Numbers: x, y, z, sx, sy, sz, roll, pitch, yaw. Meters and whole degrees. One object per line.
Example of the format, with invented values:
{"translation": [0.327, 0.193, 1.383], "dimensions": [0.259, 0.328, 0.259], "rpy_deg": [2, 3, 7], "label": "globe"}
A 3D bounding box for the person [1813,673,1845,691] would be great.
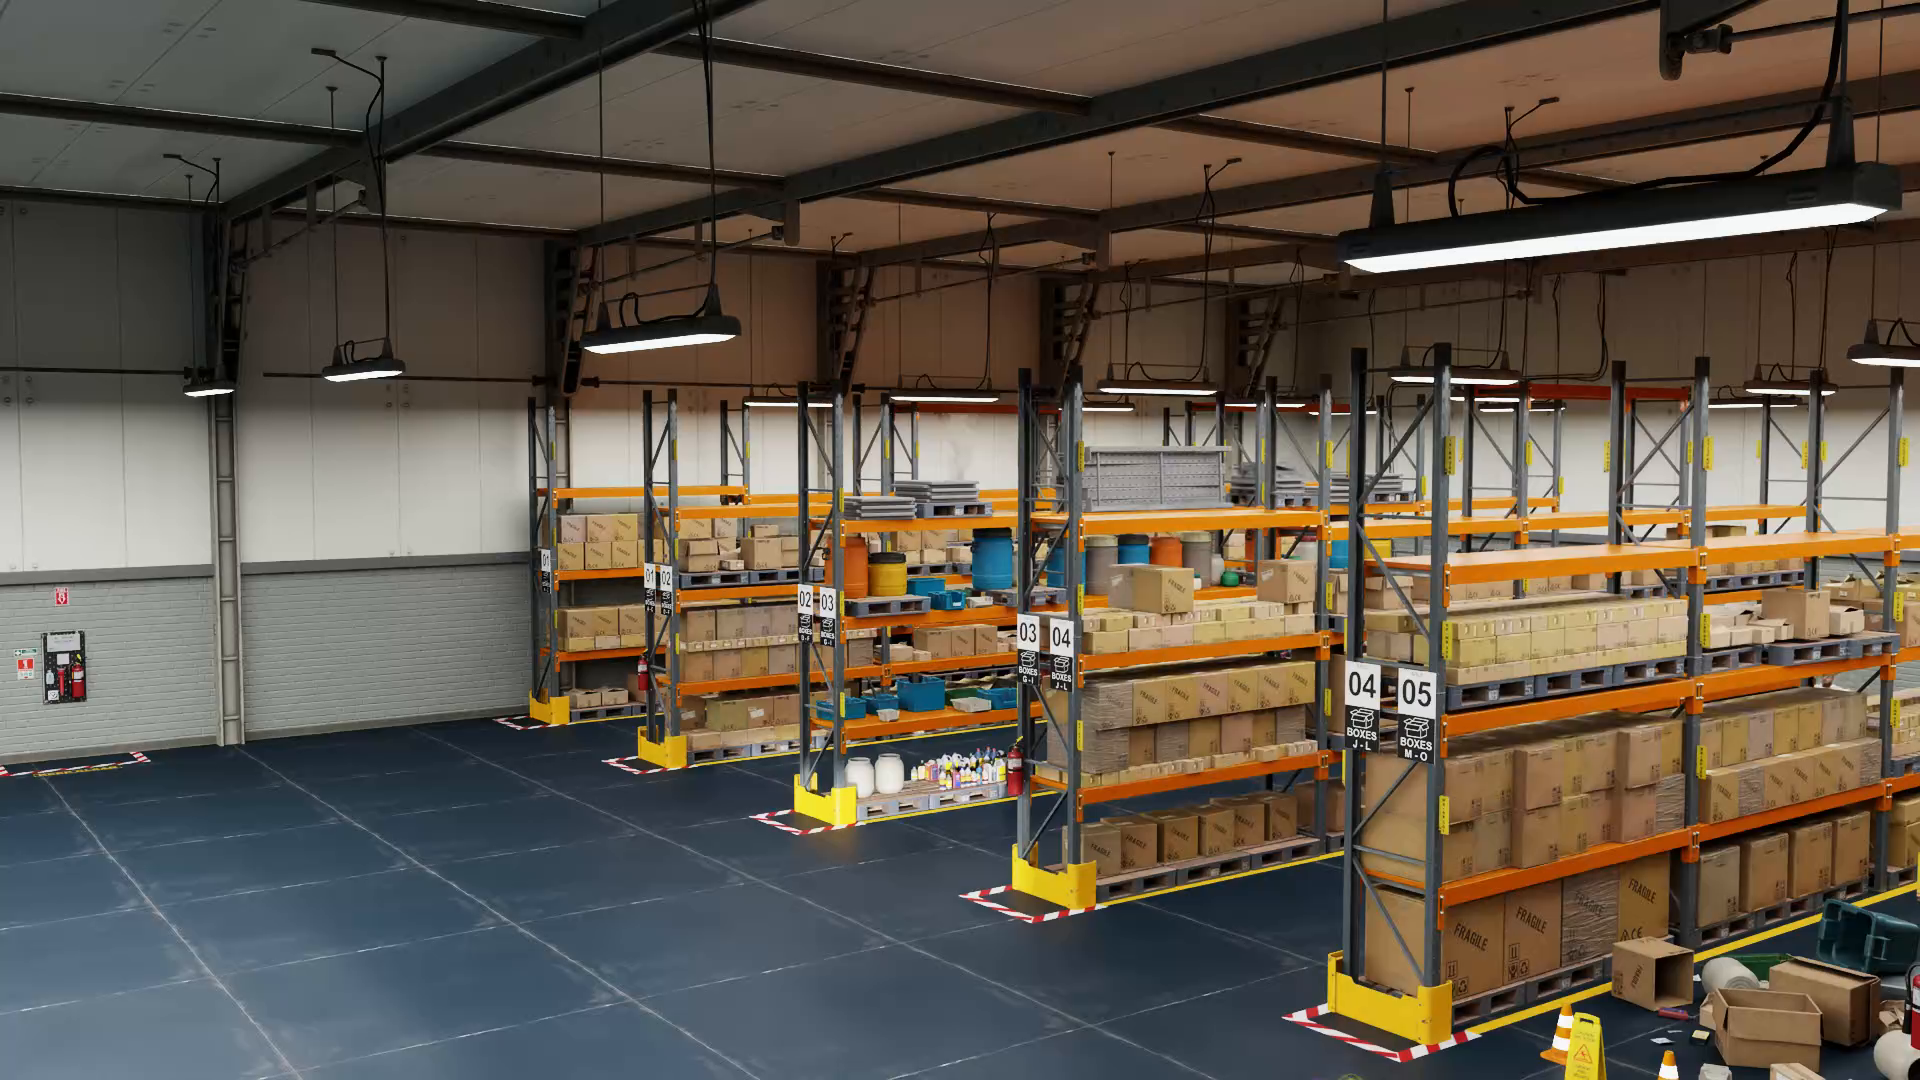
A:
{"translation": [13.273, 2.799, 25.457], "dimensions": [0.671, 1.745, 0.647], "rpy_deg": [3, 5, 44], "label": "person"}
